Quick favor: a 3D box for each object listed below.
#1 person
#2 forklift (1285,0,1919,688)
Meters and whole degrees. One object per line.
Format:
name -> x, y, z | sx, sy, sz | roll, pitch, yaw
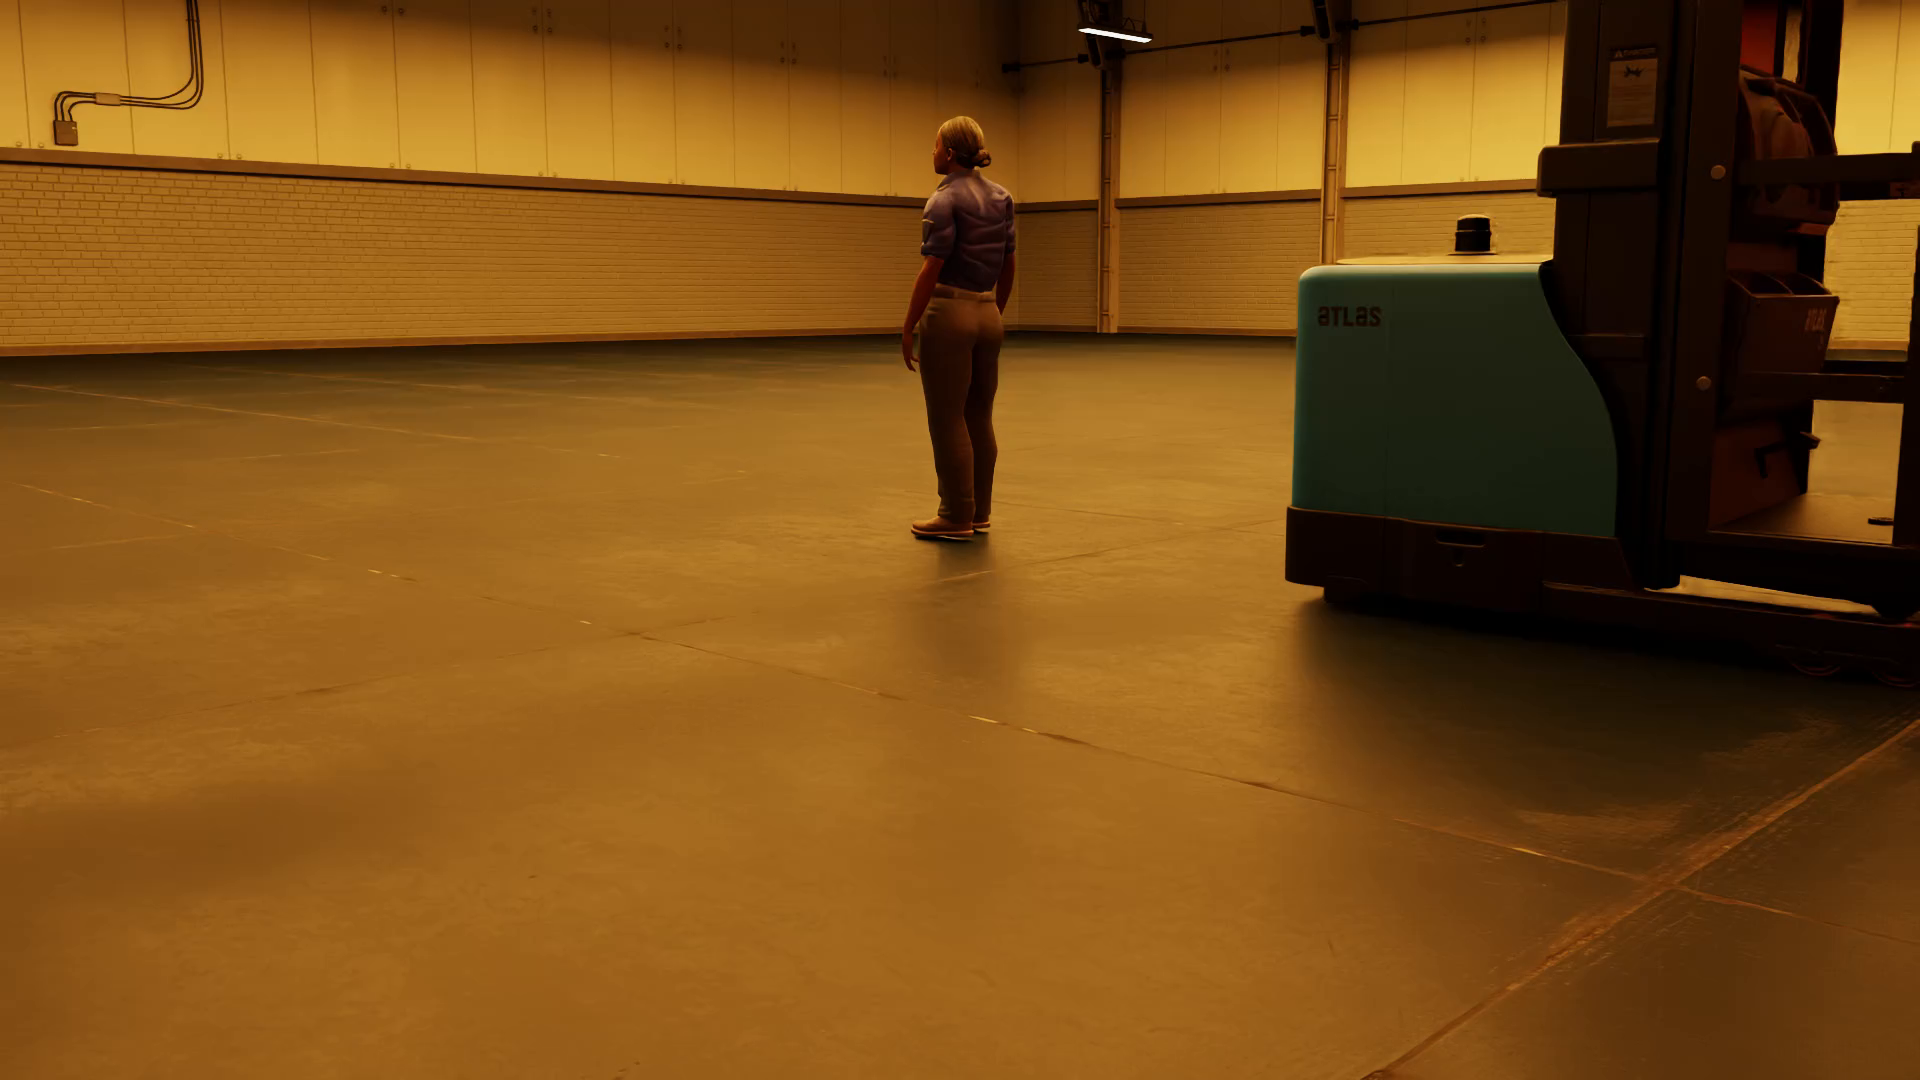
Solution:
person -> -0.049, -0.836, 6.667 | 0.504, 1.654, 0.569 | 8, 12, 43
forklift -> 2.509, -1.163, 4.594 | 3.031, 2.935, 1.130 | 7, 11, 39
